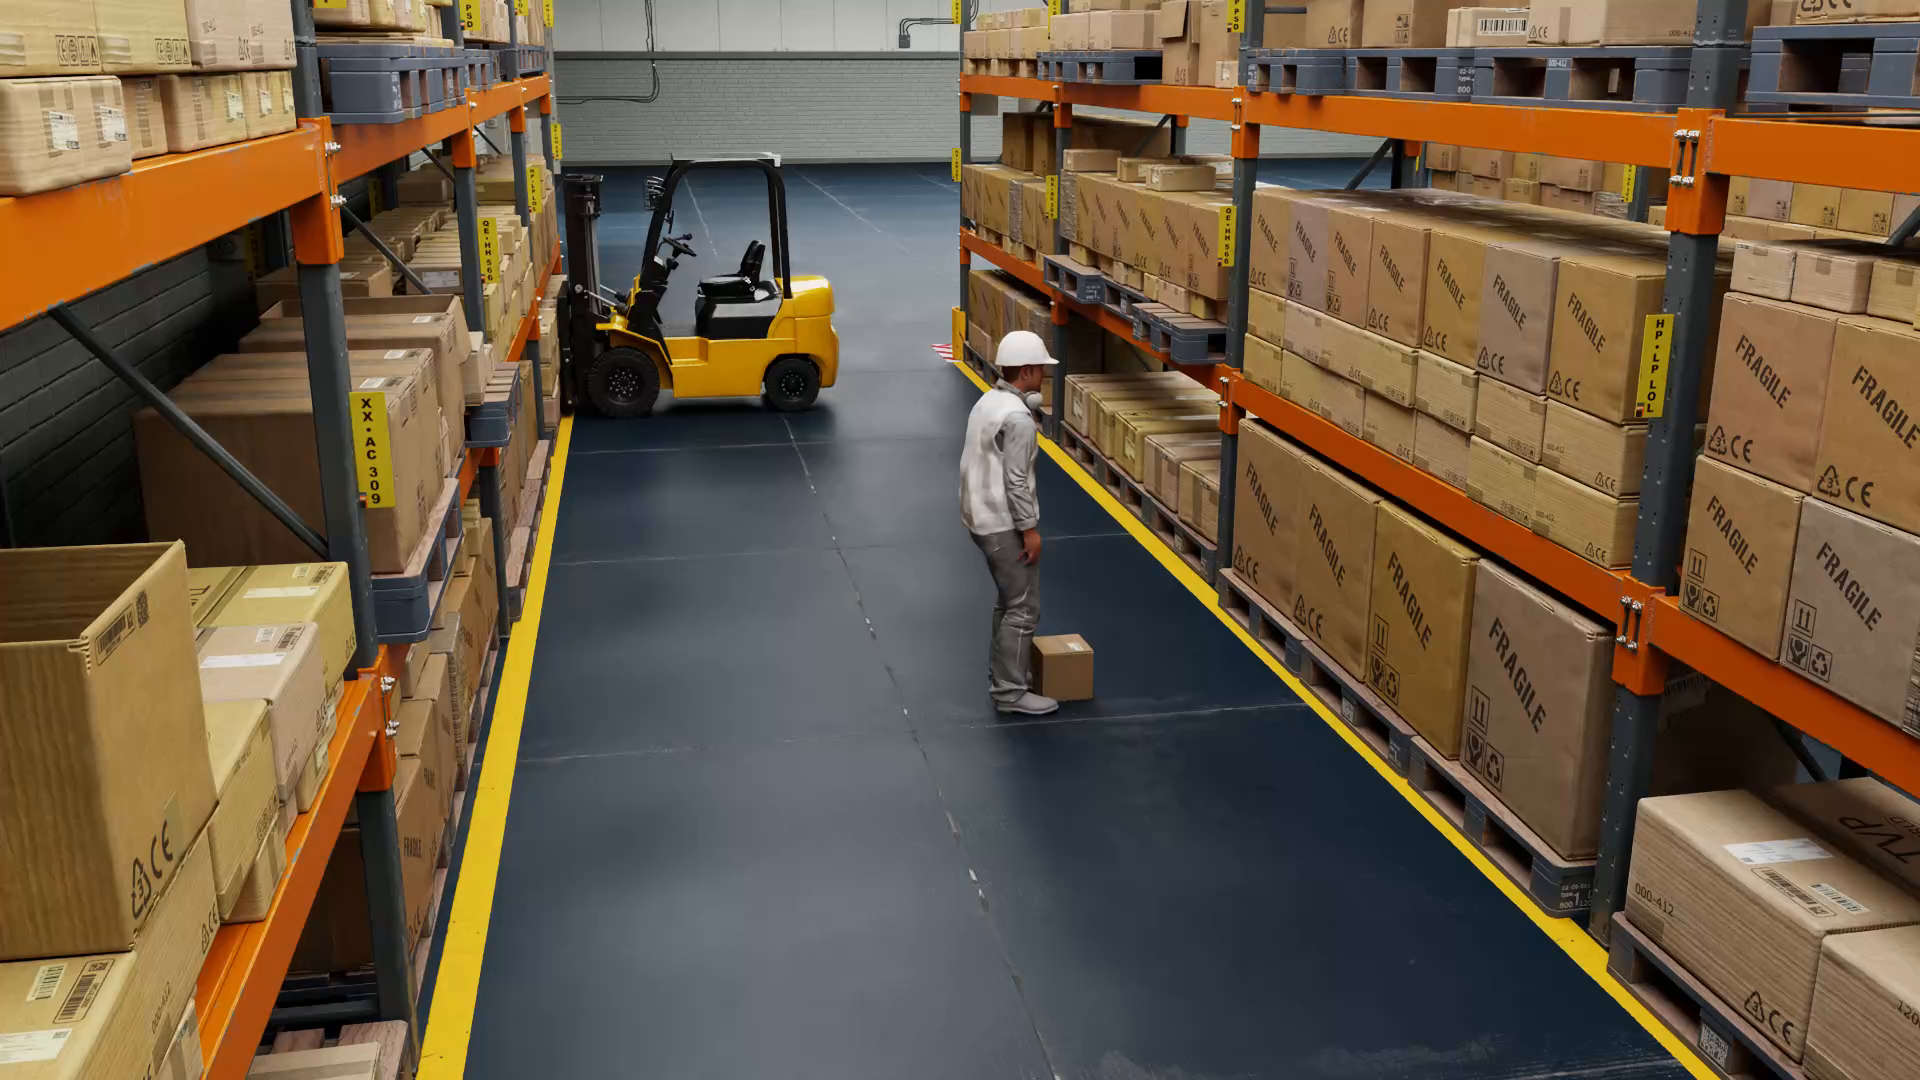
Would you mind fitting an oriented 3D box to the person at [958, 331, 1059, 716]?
[{"bbox_3d":[0.238,-0.093,7.809,0.476,1.770,0.587,-4,17,-14],"label":"person"}]
